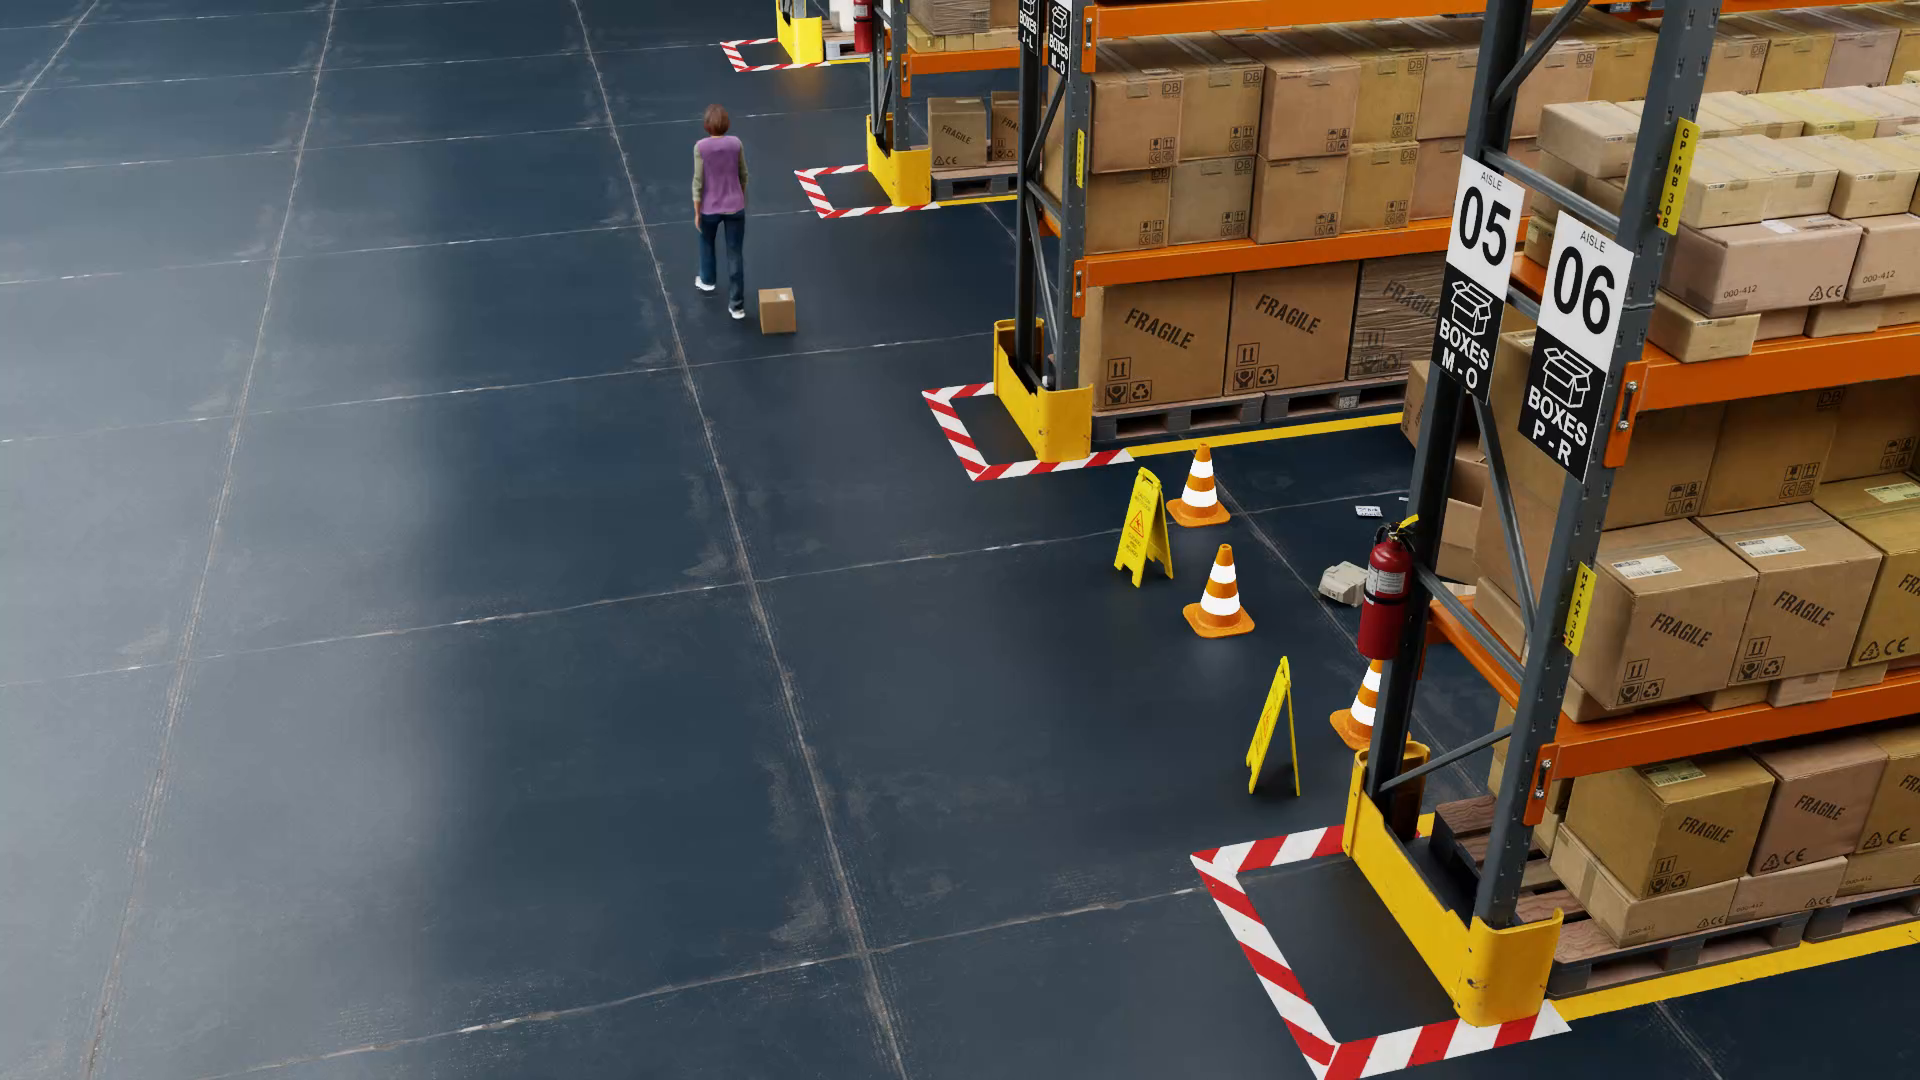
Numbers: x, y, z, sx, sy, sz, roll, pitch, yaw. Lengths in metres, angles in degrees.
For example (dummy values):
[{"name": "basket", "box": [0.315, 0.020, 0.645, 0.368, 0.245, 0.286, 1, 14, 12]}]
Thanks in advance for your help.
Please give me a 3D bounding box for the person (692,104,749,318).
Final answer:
[{"name": "person", "box": [-1.791, -2.520, 12.463, 0.438, 1.557, 0.873, -7, 31, -12]}]
